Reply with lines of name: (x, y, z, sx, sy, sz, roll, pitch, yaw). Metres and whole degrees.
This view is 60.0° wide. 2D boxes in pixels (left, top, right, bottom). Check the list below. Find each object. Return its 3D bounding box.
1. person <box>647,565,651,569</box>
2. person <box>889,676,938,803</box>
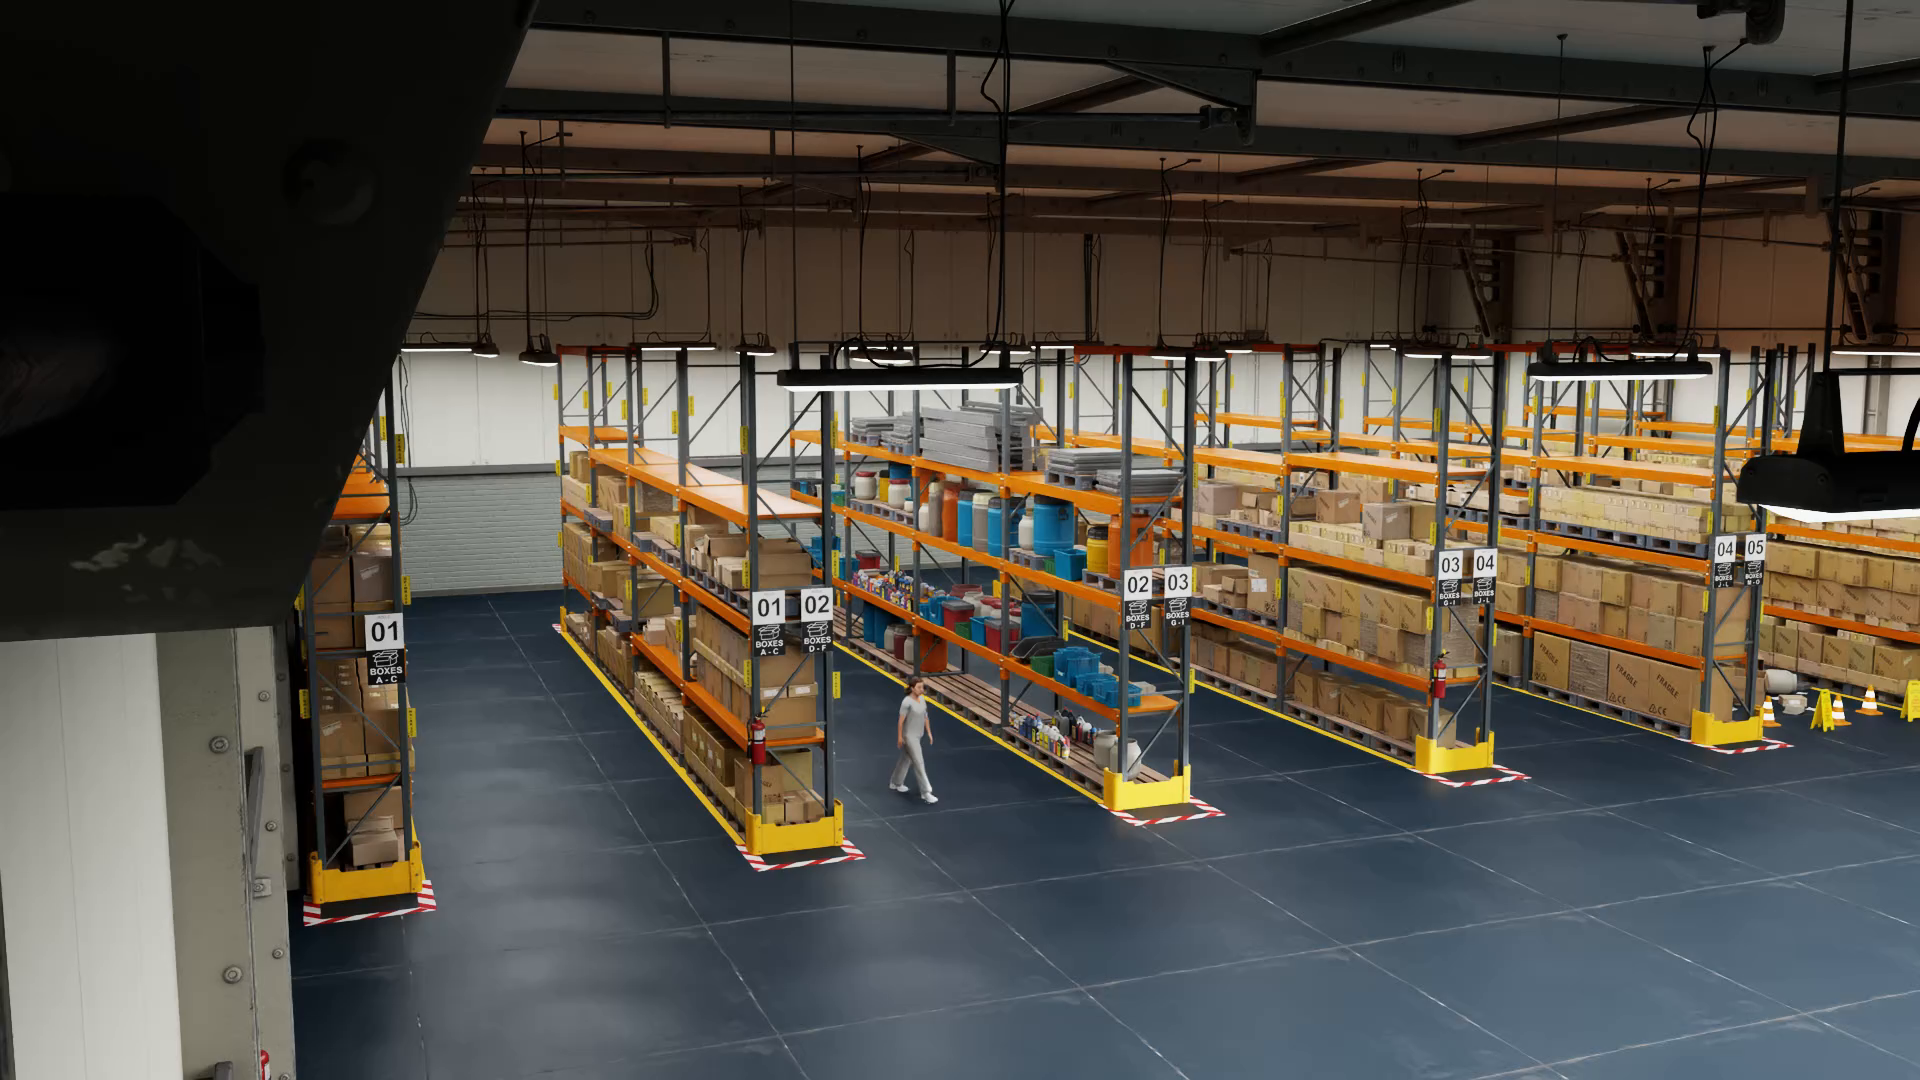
person: (-7.307, 0.595, 38.311, 0.597, 1.731, 1.098, -3, 8, -24)
person: (-0.595, 2.651, 22.475, 0.928, 1.624, 0.486, 4, 8, 30)
